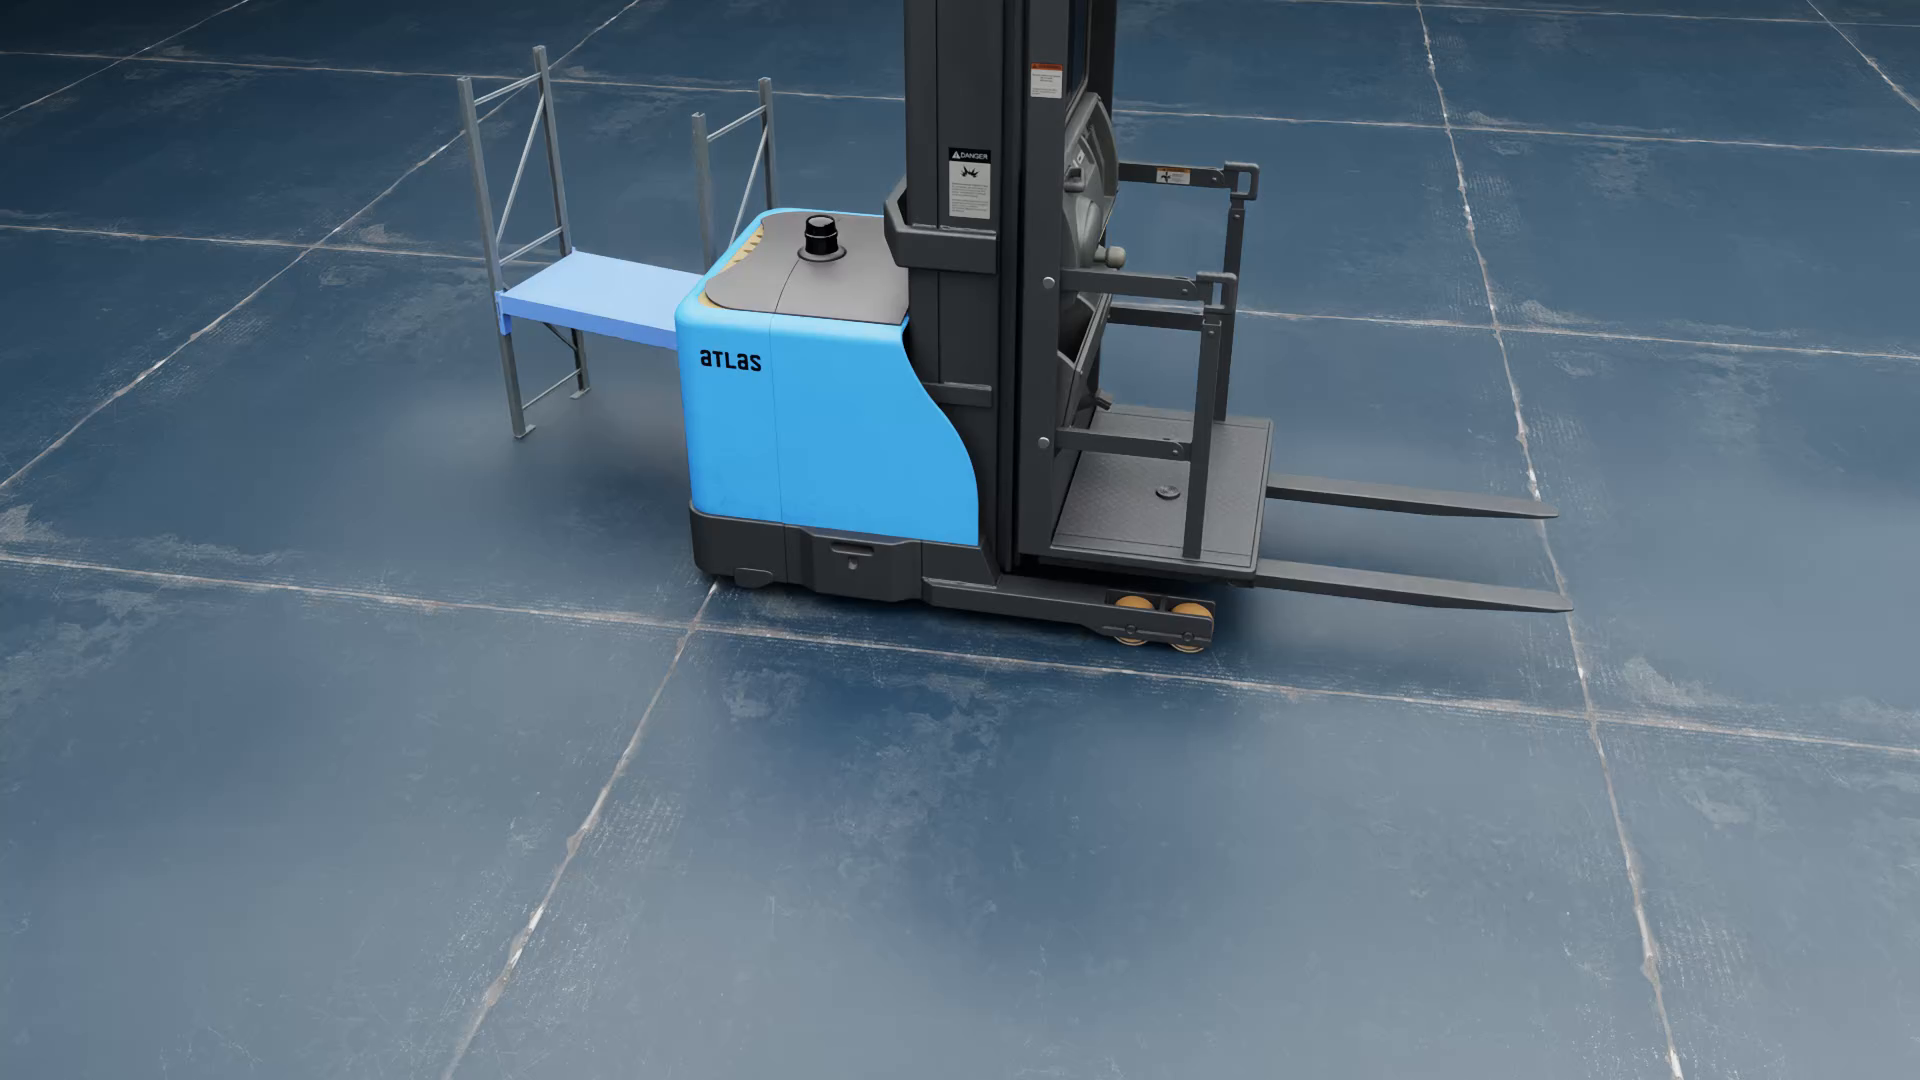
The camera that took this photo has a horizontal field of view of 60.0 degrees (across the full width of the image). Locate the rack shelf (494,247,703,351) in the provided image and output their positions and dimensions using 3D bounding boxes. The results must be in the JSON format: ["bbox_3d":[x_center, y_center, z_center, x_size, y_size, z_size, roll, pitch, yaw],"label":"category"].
[{"bbox_3d":[-1.279,-0.916,6.639,1.000,0.185,0.538,14,35,21],"label":"rack shelf"}]

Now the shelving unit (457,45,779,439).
[{"bbox_3d":[-1.279,-1.068,6.543,1.048,1.500,0.538,14,35,21],"label":"shelving unit"}]

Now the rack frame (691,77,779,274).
[{"bbox_3d":[-0.817,-0.956,6.364,0.032,1.500,0.500,14,35,21],"label":"rack frame"}]

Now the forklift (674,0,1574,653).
[{"bbox_3d":[0.612,-1.170,5.358,3.031,2.935,1.130,7,33,11],"label":"forklift"}]

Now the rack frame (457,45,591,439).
[{"bbox_3d":[-1.741,-1.181,6.723,0.032,1.500,0.500,14,35,21],"label":"rack frame"}]
